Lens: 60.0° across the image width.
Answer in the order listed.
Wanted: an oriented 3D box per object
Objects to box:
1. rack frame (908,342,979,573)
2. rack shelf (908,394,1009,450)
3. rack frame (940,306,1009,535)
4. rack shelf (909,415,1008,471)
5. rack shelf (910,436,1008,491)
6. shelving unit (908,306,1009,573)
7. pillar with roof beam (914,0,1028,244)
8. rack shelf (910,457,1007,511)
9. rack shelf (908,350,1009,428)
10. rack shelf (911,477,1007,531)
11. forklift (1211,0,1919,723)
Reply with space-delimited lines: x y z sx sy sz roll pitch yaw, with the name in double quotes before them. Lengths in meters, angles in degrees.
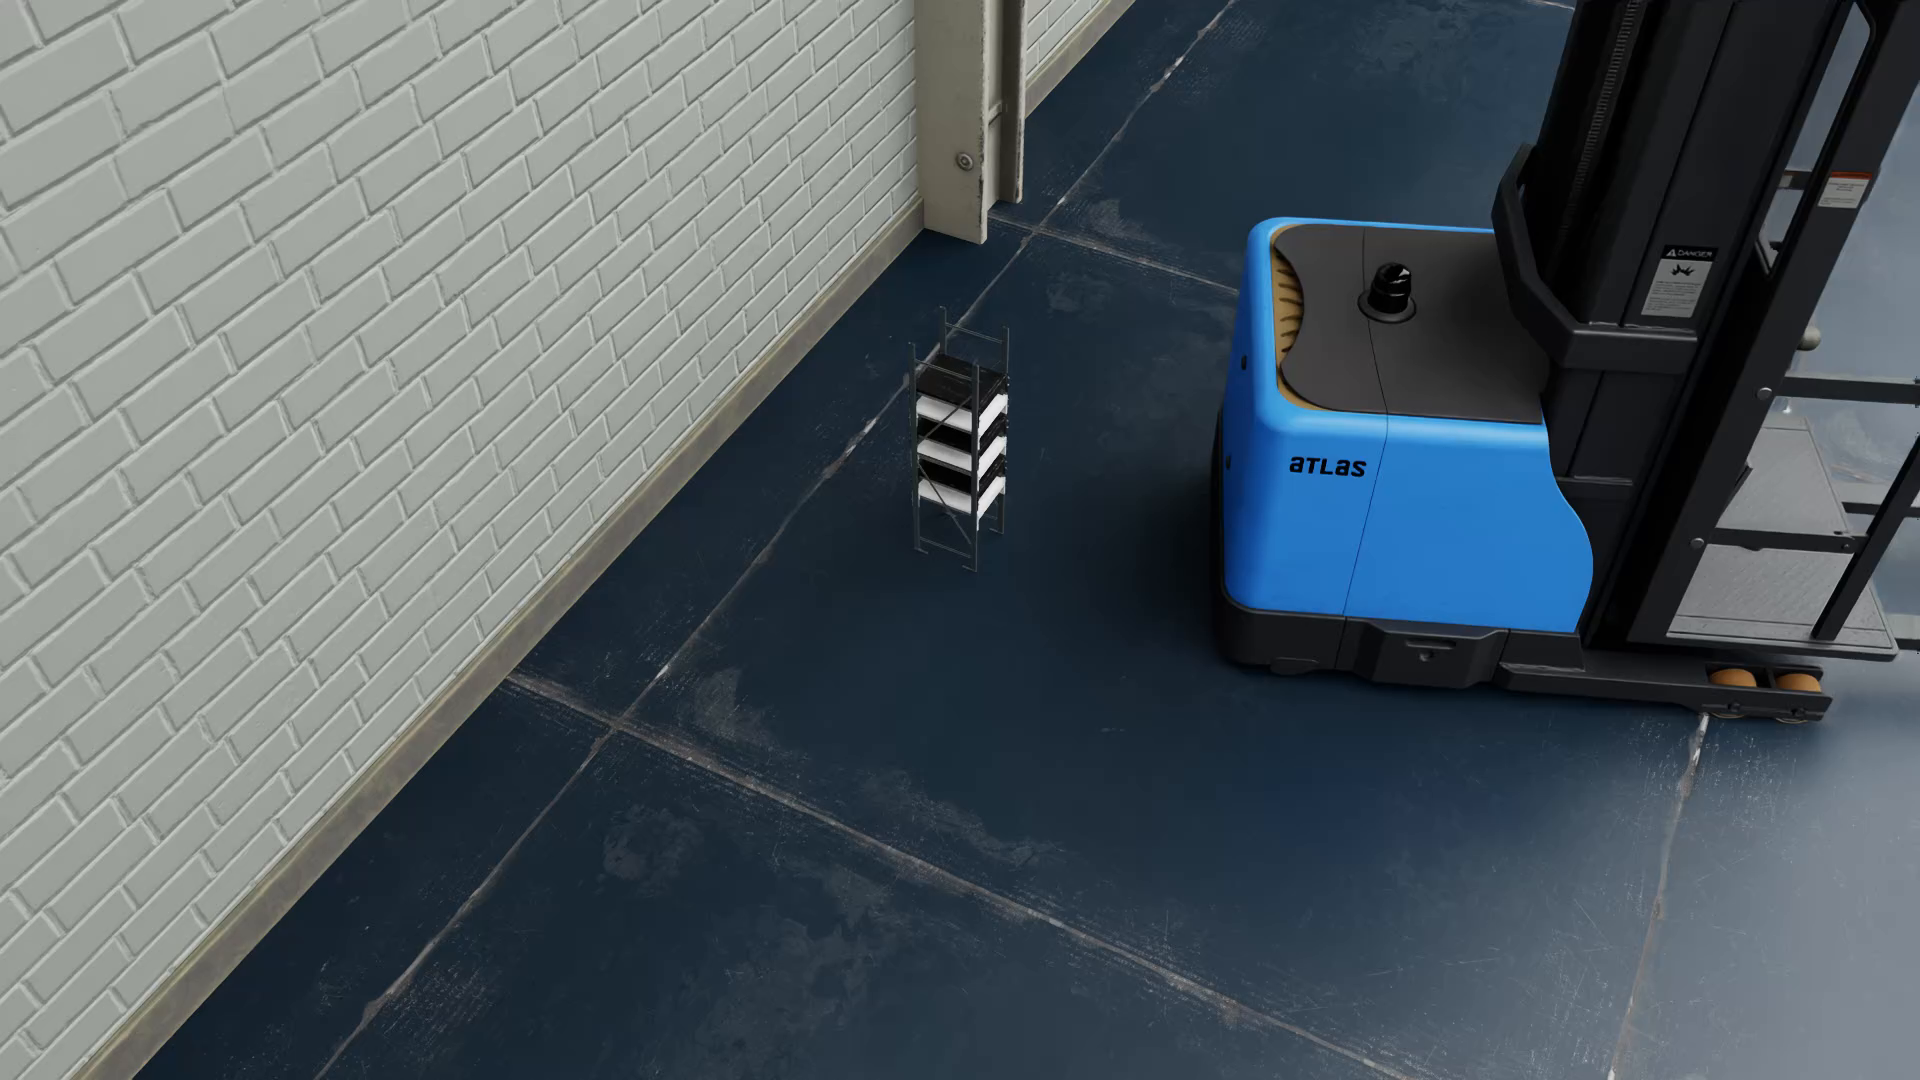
"rack frame" -0.051 -0.247 5.362 0.240 0.900 0.006 20 49 19
"rack shelf" -0.004 -0.414 5.321 0.258 0.077 0.200 20 49 19
"rack frame" 0.043 -0.375 5.488 0.240 0.900 0.006 20 49 19
"rack shelf" -0.004 -0.351 5.385 0.258 0.077 0.200 20 49 19
"rack shelf" -0.004 -0.288 5.449 0.258 0.077 0.200 20 49 19
"shelving unit" -0.004 -0.311 5.425 0.258 0.900 0.210 20 49 19
"pillar with roof beam" 3.858 -3.156 2.543 9.100 9.000 0.400 20 49 19
"rack shelf" -0.004 -0.225 5.513 0.258 0.077 0.200 20 49 19
"rack shelf" -0.004 -0.478 5.257 0.258 0.077 0.200 20 49 19
"rack shelf" -0.004 -0.161 5.577 0.258 0.077 0.200 20 49 19
"forklift" 2.361 -0.859 4.538 3.031 2.935 1.130 4 45 4
